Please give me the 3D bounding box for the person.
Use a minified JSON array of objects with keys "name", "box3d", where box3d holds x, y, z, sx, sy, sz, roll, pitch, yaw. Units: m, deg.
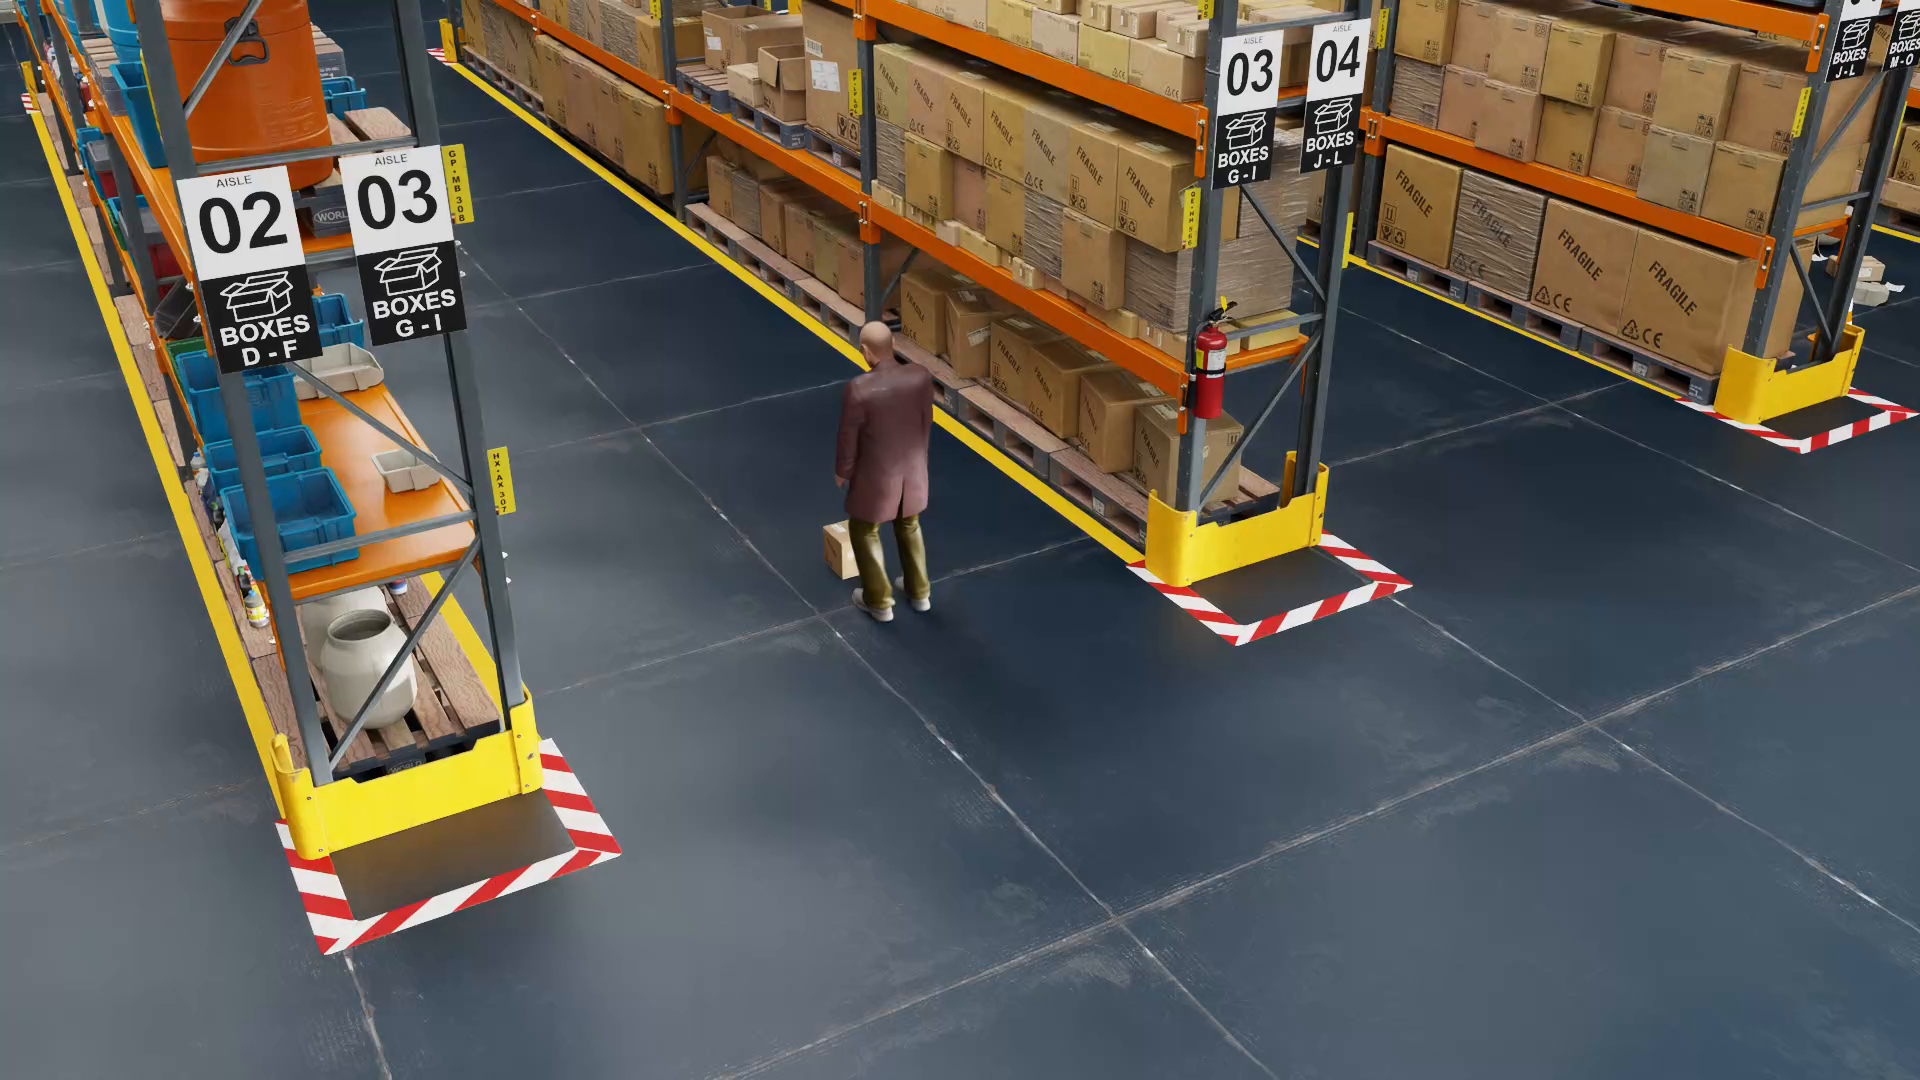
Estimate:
[{"name":"person","box3d":[-0.426,-0.382,9.325,0.579,1.751,0.390,-15,32,-25]}]
